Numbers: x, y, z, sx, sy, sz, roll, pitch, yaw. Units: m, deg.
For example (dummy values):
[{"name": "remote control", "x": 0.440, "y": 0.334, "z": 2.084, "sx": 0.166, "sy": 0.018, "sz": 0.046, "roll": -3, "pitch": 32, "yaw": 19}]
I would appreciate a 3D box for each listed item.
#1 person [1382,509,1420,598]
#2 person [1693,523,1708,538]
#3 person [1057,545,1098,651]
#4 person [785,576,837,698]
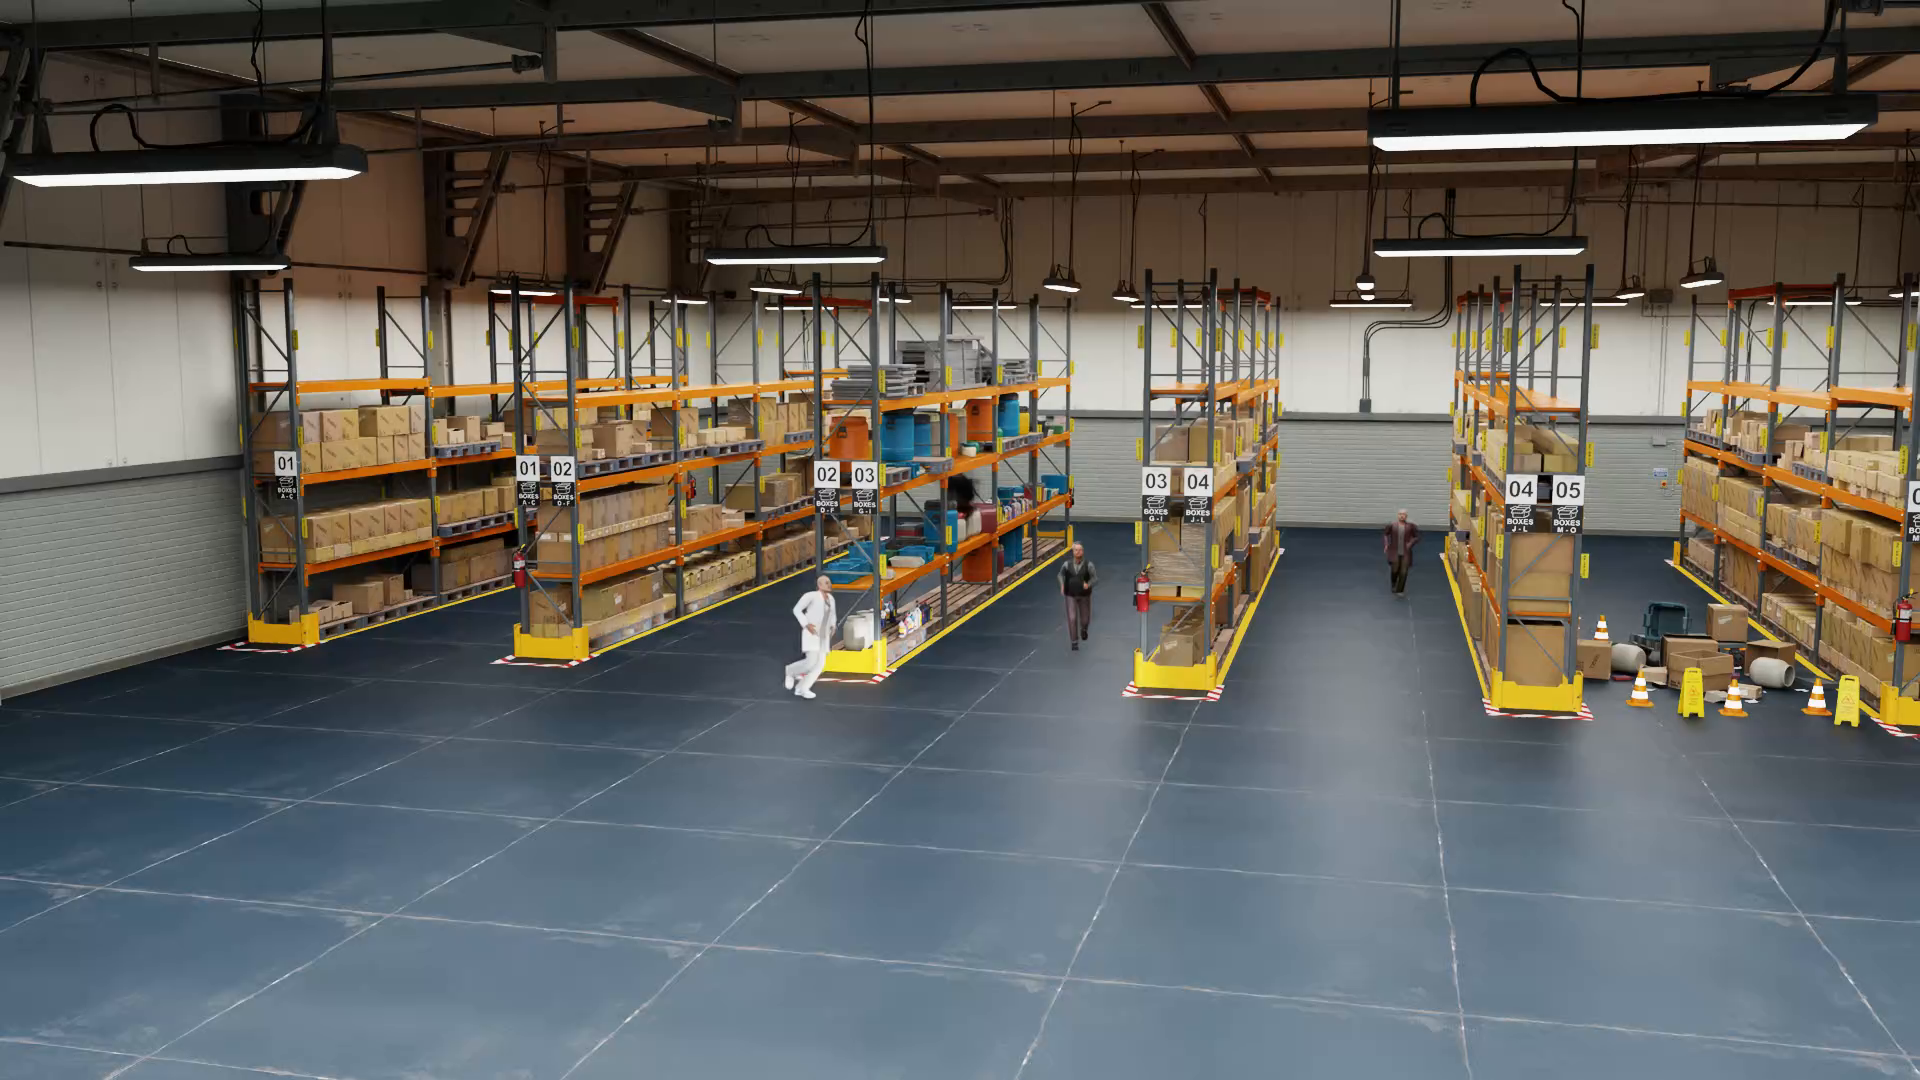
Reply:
[{"name": "person", "x": 8.583, "y": 0.263, "z": 32.404, "sx": 0.715, "sy": 1.732, "sz": 0.624, "roll": 2, "pitch": 7, "yaw": 13}, {"name": "person", "x": 17.079, "y": -0.441, "z": 38.228, "sx": 0.670, "sy": 1.771, "sz": 0.817, "roll": -6, "pitch": 9, "yaw": -43}, {"name": "person", "x": 1.894, "y": 0.913, "z": 26.879, "sx": 0.667, "sy": 1.684, "sz": 0.779, "roll": 1, "pitch": 7, "yaw": 6}, {"name": "person", "x": -2.063, "y": 1.346, "z": 23.601, "sx": 0.752, "sy": 1.686, "sz": 0.649, "roll": -7, "pitch": 10, "yaw": -44}]
